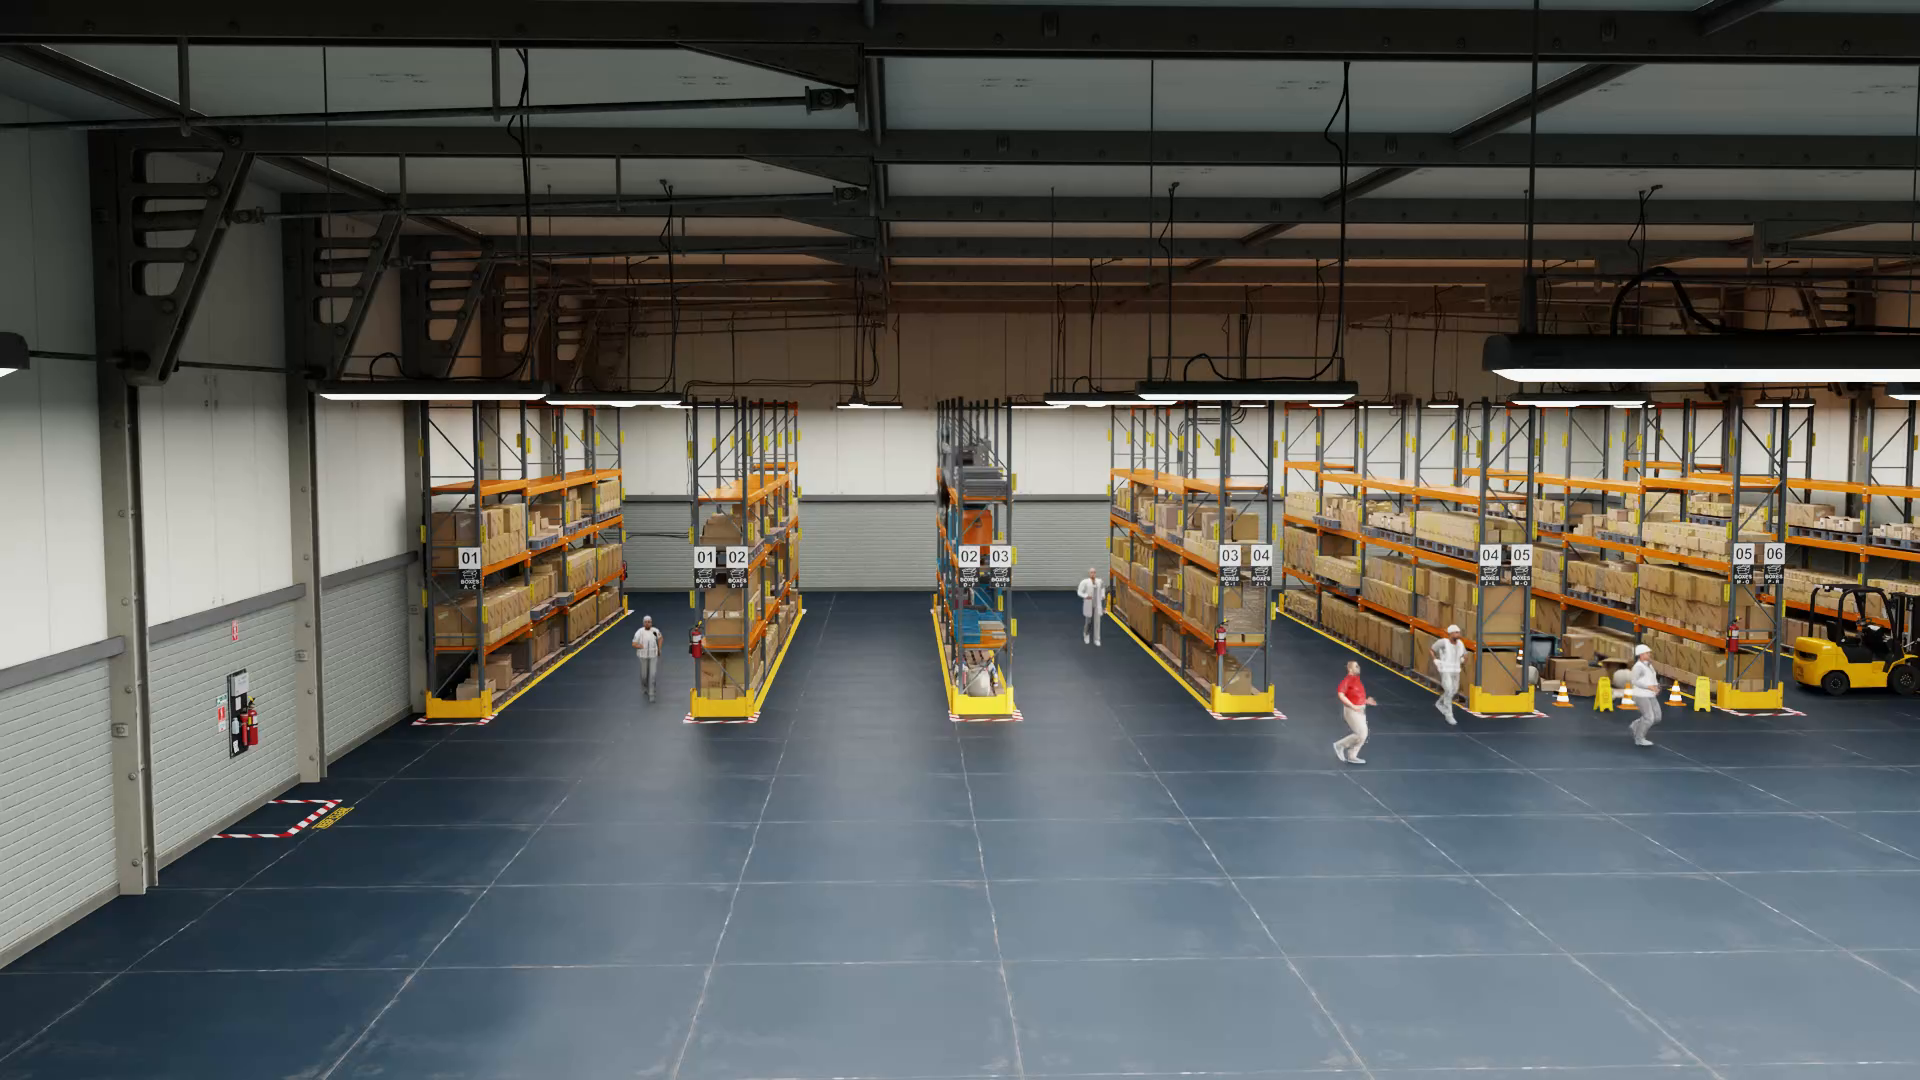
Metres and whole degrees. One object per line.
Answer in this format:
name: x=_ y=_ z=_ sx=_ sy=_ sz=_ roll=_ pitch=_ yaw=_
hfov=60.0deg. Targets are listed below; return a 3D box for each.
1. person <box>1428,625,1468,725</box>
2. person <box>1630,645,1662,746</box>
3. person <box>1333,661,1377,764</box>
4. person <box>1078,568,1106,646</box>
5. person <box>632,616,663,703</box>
person: x=9.123 y=2.455 z=30.844 sx=0.699 sy=1.773 sz=0.999 roll=-2 pitch=5 yaw=-21
person: x=11.762 y=2.657 z=28.500 sx=0.654 sy=1.723 sz=0.598 roll=-4 pitch=6 yaw=-44
person: x=6.410 y=2.798 z=26.999 sx=0.619 sy=1.673 sz=0.658 roll=2 pitch=5 yaw=28
person: x=3.097 y=1.552 z=38.738 sx=0.718 sy=1.793 sz=0.940 roll=-1 pitch=5 yaw=-13
person: x=-6.186 y=2.335 z=32.976 sx=0.606 sy=1.664 sz=0.924 roll=-1 pitch=5 yaw=-13
